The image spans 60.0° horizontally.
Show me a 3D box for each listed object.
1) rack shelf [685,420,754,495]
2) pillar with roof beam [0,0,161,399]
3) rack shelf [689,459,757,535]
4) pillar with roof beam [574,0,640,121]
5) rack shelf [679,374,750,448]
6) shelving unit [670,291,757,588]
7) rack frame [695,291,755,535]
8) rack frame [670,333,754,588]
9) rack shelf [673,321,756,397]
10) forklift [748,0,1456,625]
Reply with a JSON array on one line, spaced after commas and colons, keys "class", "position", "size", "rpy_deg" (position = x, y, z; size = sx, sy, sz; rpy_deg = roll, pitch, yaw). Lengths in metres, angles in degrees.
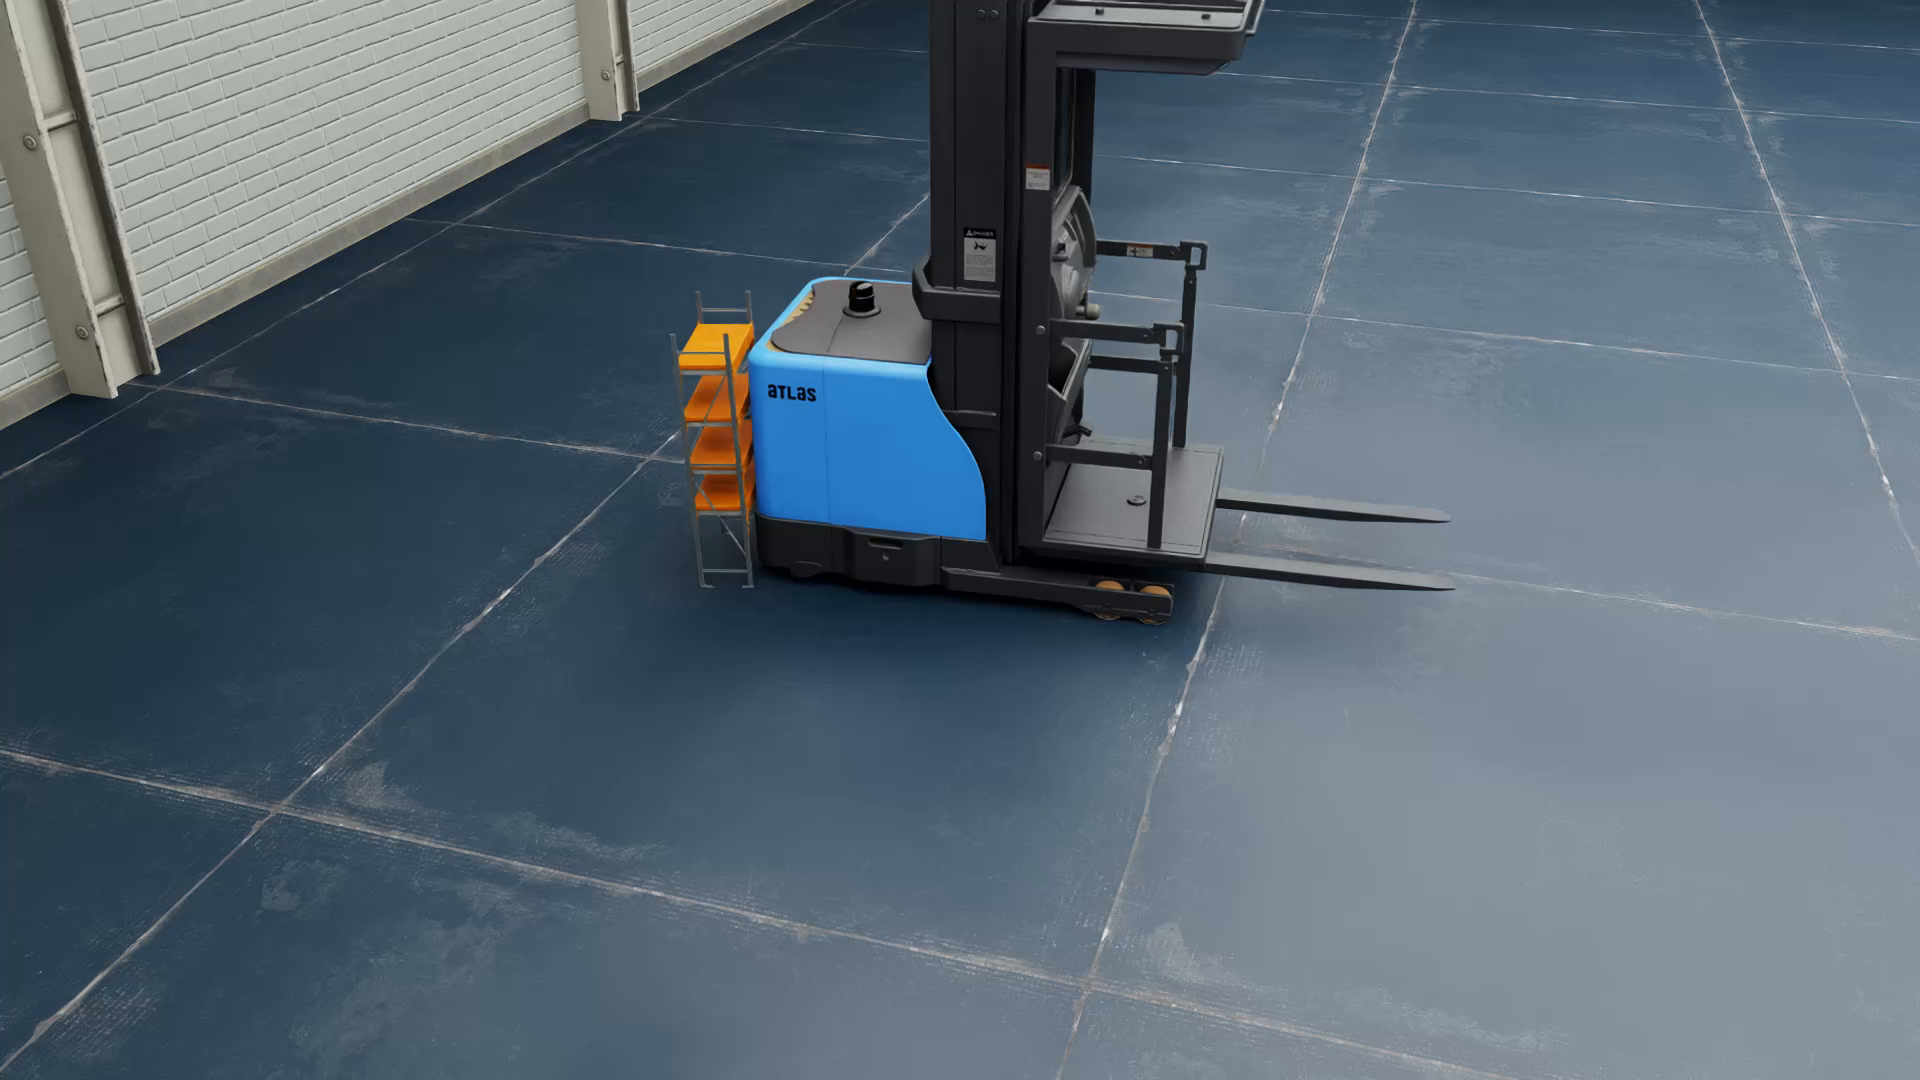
[{"class": "rack shelf", "position": [-1.029, -0.375, 7.321], "size": [0.258, 0.148, 0.480], "rpy_deg": [1, 29, 4]}, {"class": "pillar with roof beam", "position": [-0.639, -4.209, 6.059], "size": [9.100, 9.000, 0.400], "rpy_deg": [8, 30, 15]}, {"class": "rack shelf", "position": [-1.024, -0.201, 7.417], "size": [0.258, 0.148, 0.480], "rpy_deg": [1, 29, 4]}, {"class": "pillar with roof beam", "position": [1.122, -6.997, 11.071], "size": [9.100, 9.000, 0.400], "rpy_deg": [8, 30, 15]}, {"class": "rack shelf", "position": [-1.035, -0.571, 7.213], "size": [0.258, 0.148, 0.480], "rpy_deg": [1, 29, 4]}, {"class": "shelving unit", "position": [-1.031, -0.434, 7.288], "size": [0.258, 1.200, 0.503], "rpy_deg": [1, 29, 4]}, {"class": "rack frame", "position": [-1.014, -0.552, 7.501], "size": [0.240, 1.200, 0.015], "rpy_deg": [1, 29, 4]}, {"class": "rack frame", "position": [-1.049, -0.316, 7.076], "size": [0.240, 1.200, 0.015], "rpy_deg": [1, 29, 4]}, {"class": "rack shelf", "position": [-1.042, -0.778, 7.098], "size": [0.258, 0.148, 0.480], "rpy_deg": [1, 29, 4]}, {"class": "forklift", "position": [0.661, -1.201, 6.893], "size": [3.031, 2.935, 1.130], "rpy_deg": [6, 30, 11]}]
